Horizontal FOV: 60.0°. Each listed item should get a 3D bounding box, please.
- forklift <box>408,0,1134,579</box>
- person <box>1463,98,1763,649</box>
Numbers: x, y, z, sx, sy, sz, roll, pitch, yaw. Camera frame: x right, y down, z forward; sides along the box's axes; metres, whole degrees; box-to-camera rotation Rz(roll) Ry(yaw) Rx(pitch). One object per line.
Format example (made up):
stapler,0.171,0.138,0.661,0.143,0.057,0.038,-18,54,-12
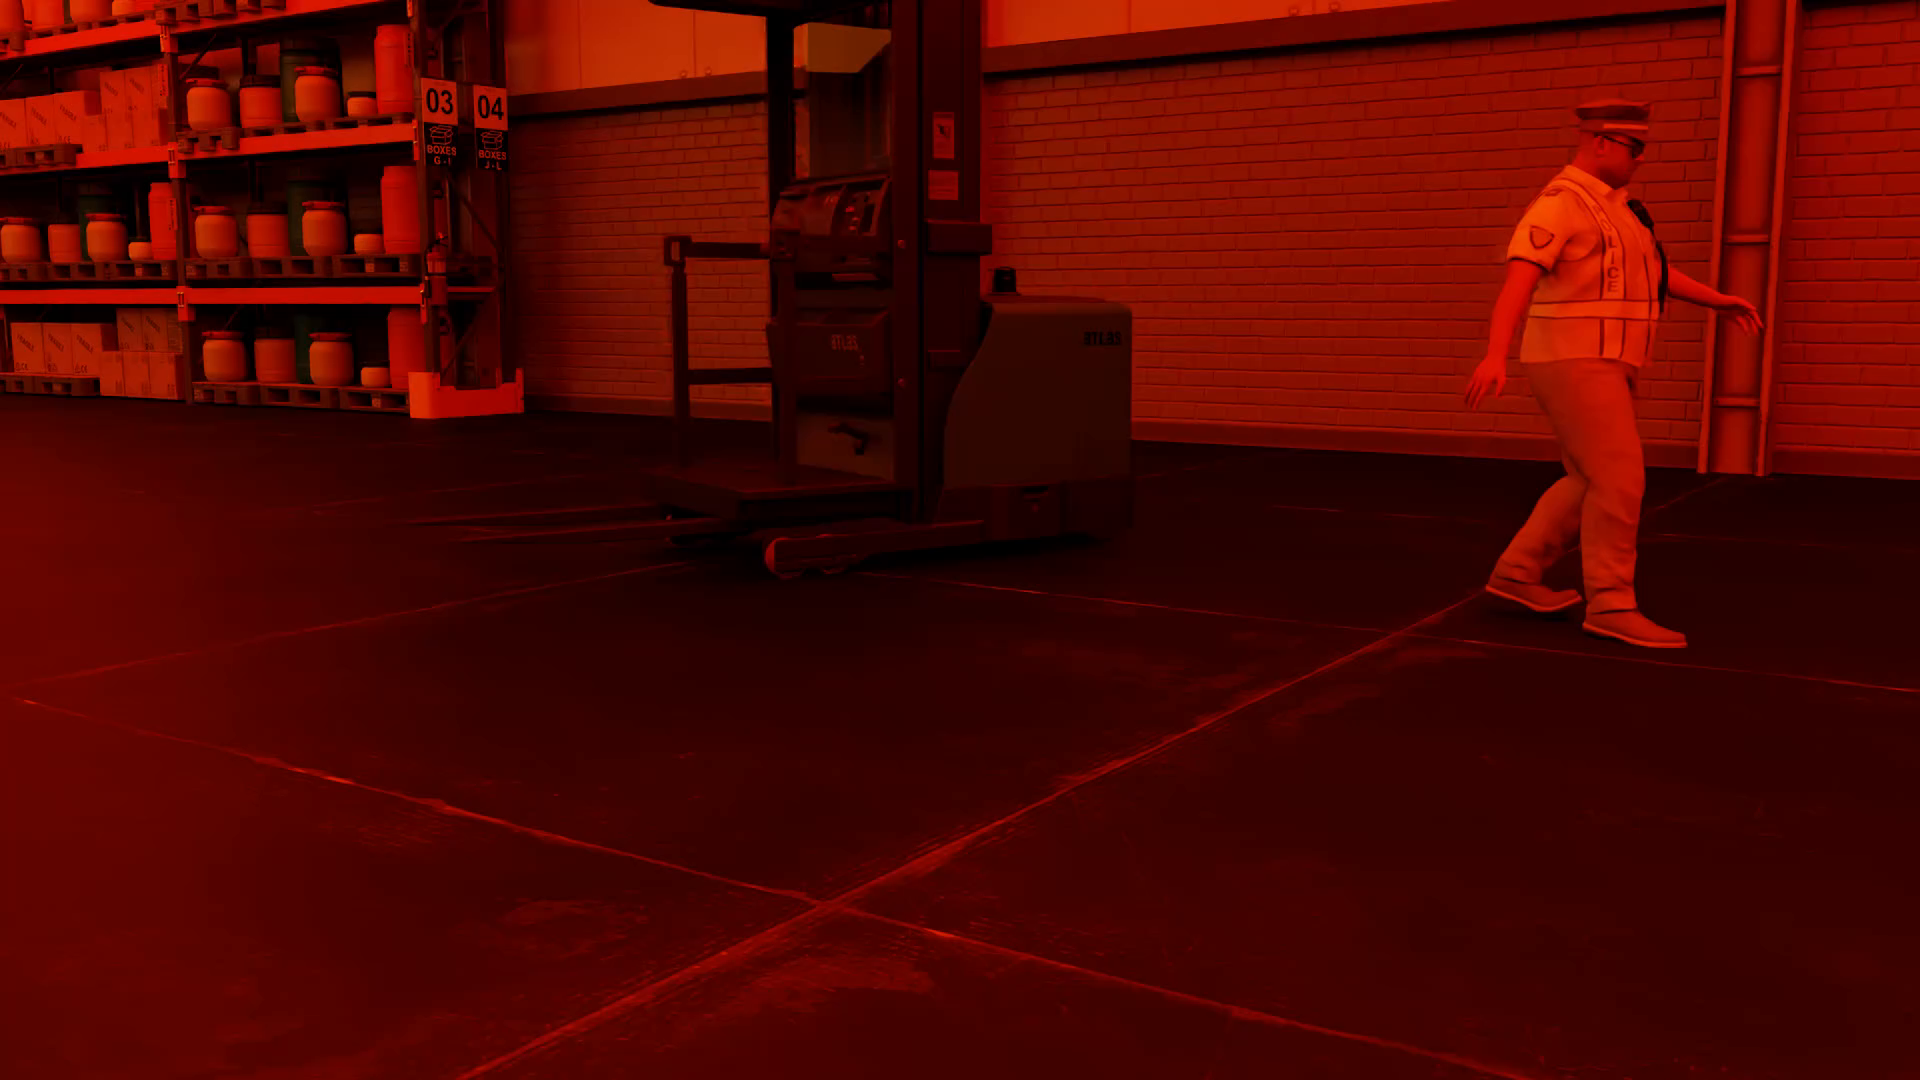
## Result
forklift,-0.726,-1.383,6.917,3.031,2.935,1.130,-5,10,-33
person,2.064,-0.548,5.392,0.769,1.728,0.967,7,11,39
